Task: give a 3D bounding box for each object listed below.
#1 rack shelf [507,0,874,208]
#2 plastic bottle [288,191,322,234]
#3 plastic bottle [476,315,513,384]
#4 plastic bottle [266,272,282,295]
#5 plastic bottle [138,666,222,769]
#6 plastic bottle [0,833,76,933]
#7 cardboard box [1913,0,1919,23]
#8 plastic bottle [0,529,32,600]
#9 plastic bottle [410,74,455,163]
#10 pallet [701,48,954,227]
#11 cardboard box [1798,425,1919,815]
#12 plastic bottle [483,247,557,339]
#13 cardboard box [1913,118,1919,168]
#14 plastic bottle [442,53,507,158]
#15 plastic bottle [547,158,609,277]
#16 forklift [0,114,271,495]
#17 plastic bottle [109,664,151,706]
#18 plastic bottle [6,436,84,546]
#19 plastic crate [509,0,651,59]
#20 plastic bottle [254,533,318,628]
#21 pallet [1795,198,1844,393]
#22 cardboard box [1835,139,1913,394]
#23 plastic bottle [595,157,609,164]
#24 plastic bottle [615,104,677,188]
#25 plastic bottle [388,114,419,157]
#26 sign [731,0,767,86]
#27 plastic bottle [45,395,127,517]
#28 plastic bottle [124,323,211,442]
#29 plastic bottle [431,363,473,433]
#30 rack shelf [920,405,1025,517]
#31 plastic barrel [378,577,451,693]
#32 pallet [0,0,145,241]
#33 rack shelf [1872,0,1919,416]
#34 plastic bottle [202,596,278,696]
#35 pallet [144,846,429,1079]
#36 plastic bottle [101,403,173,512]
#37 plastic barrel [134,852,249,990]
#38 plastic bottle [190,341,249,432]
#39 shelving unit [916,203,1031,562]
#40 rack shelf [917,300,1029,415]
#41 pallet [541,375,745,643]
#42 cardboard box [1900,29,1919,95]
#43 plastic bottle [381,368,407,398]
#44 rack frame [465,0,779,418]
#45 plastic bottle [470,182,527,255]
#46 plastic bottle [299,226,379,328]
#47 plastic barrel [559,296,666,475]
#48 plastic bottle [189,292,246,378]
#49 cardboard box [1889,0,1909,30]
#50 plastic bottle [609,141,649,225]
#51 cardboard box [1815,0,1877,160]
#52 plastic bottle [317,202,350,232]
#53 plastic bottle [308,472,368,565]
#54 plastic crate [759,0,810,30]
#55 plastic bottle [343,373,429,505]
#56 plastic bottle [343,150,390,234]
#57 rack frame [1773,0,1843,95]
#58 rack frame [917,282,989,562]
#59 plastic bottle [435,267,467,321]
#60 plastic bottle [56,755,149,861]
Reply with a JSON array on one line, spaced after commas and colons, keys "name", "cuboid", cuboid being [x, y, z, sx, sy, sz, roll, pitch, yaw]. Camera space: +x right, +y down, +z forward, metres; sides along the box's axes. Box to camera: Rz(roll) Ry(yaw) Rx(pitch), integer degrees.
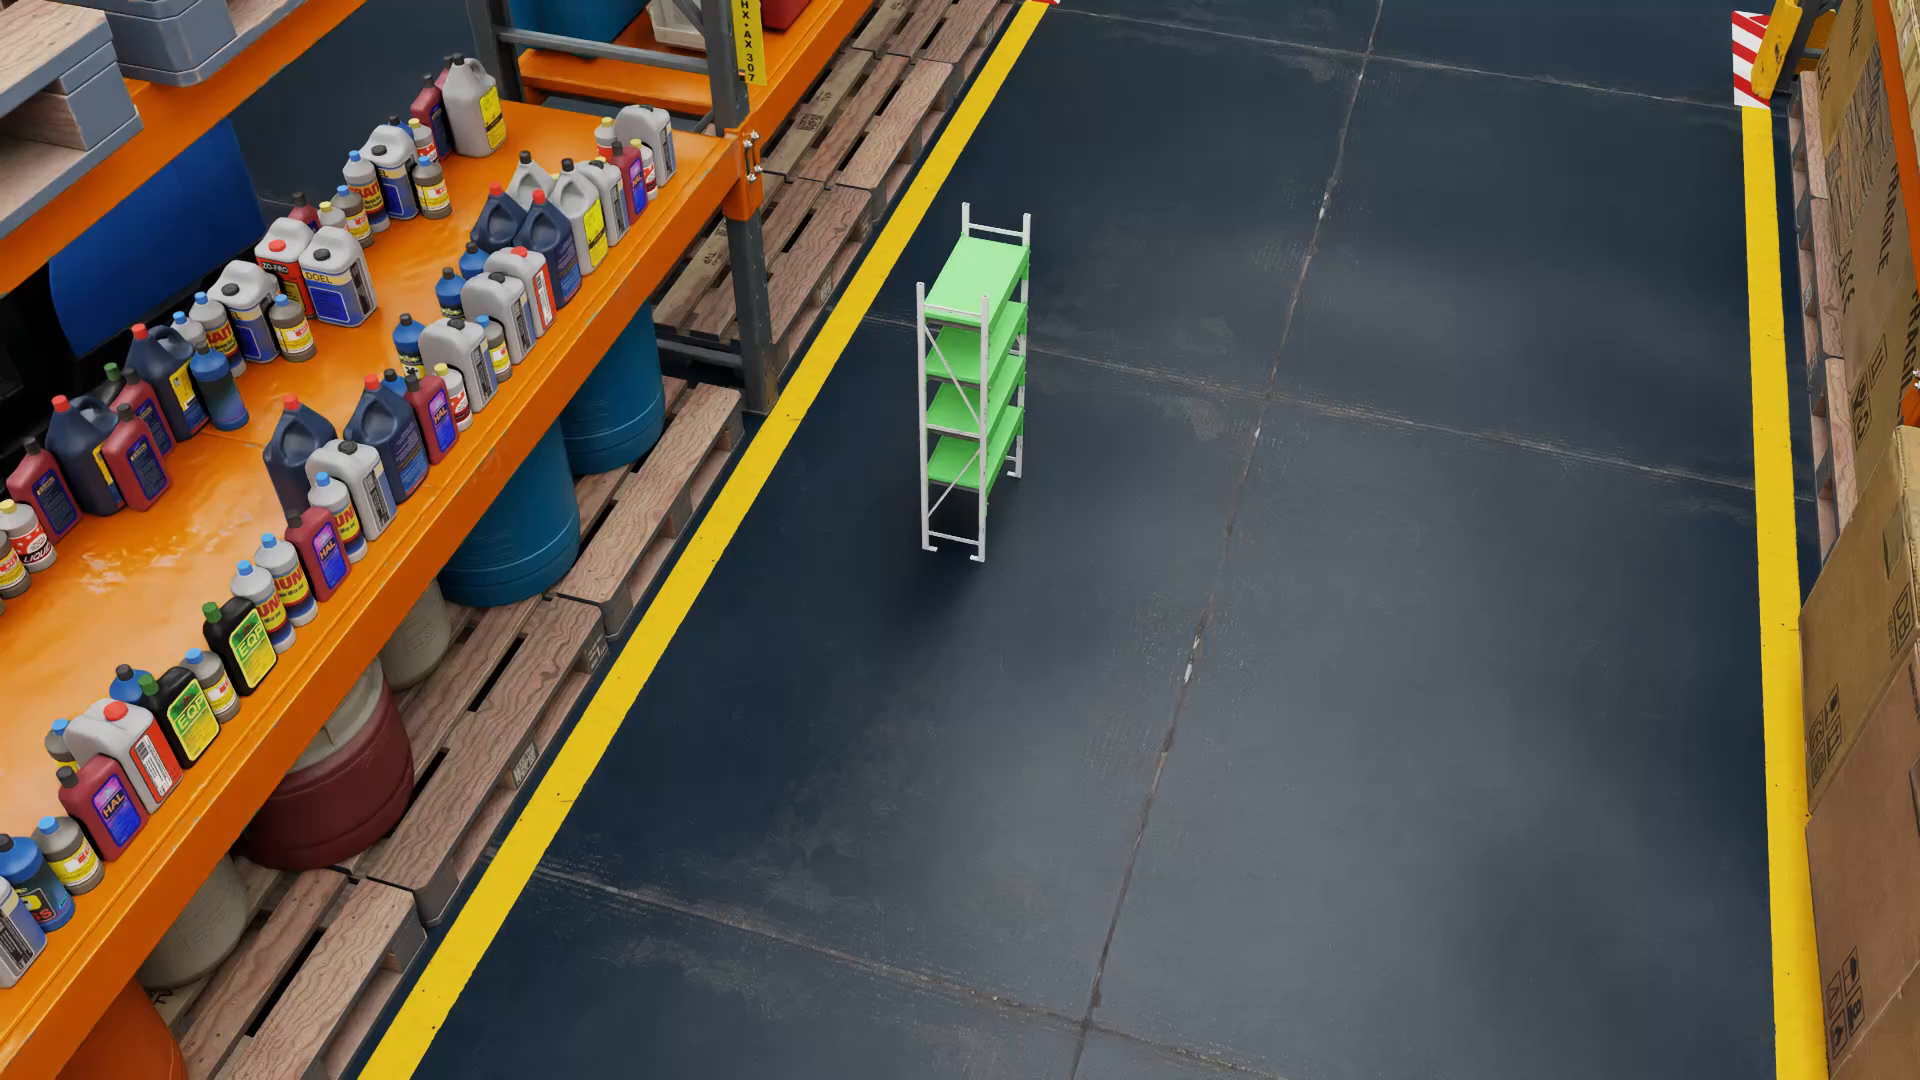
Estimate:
[{"name": "rack shelf", "cuboid": [-0.634, -2.791, 7.472, 1.077, 0.370, 4.000, 13, 46, 13]}, {"name": "plastic bottle", "cuboid": [-2.026, -0.927, 5.136, 0.061, 0.283, 0.133, 13, 46, 13]}, {"name": "plastic bottle", "cuboid": [-1.364, -0.561, 4.820, 0.097, 0.201, 0.097, 0, 44, 0]}, {"name": "plastic bottle", "cuboid": [-2.084, -0.728, 4.991, 0.097, 0.201, 0.097, 0, 44, 0]}, {"name": "plastic bottle", "cuboid": [-1.788, 0.385, 3.796, 0.061, 0.283, 0.133, 13, 46, 13]}, {"name": "plastic bottle", "cuboid": [-1.951, 0.706, 3.476, 0.097, 0.271, 0.097, 0, 44, 0]}, {"name": "cardboard box", "cuboid": [3.830, -2.091, 6.137, 0.500, 0.250, 0.500, 12, 46, 12]}, {"name": "plastic bottle", "cuboid": [-2.436, 0.046, 4.200, 0.097, 0.201, 0.097, 0, 44, 0]}, {"name": "plastic bottle", "cuboid": [-1.798, -1.430, 5.651, 0.061, 0.283, 0.133, 13, 46, 13]}, {"name": "pallet", "cuboid": [-0.686, -2.033, 8.176, 1.003, 0.211, 1.213, 13, 46, 13]}, {"name": "cardboard box", "cuboid": [3.306, 0.374, 4.942, 1.225, 0.875, 0.875, 13, 46, 13]}, {"name": "plastic bottle", "cuboid": [-1.314, -0.760, 4.971, 0.152, 0.276, 0.135, 13, 46, 13]}, {"name": "cardboard box", "cuboid": [3.495, -1.363, 5.678, 0.380, 0.149, 0.250, 13, 46, 13]}, {"name": "plastic bottle", "cuboid": [-1.667, -1.505, 5.678, 0.144, 0.351, 0.185, 13, 46, 13]}, {"name": "plastic bottle", "cuboid": [-1.206, -1.016, 5.178, 0.144, 0.351, 0.185, 13, 46, 13]}, {"name": "forklift", "cuboid": [-4.136, -1.441, 5.627, 1.130, 2.935, 3.031, 22, 48, 21]}, {"name": "plastic bottle", "cuboid": [-1.868, 0.384, 3.805, 0.097, 0.271, 0.097, 0, 44, 0]}, {"name": "plastic bottle", "cuboid": [-2.389, -0.129, 4.321, 0.061, 0.283, 0.133, 13, 46, 13]}, {"name": "plastic crate", "cuboid": [-1.423, -2.114, 6.234, 0.392, 0.384, 0.575, 13, 46, 13]}, {"name": "plastic bottle", "cuboid": [-1.671, 0.090, 4.106, 0.097, 0.271, 0.097, 0, 44, 0]}, {"name": "pallet", "cuboid": [4.153, -0.976, 7.096, 1.003, 0.211, 1.213, 13, 46, 12]}, {"name": "cardboard box", "cuboid": [4.030, -1.080, 6.428, 0.875, 0.875, 0.875, 13, 46, 13]}, {"name": "plastic bottle", "cuboid": [-1.158, -1.154, 5.426, 0.097, 0.201, 0.097, 0, 44, 0]}, {"name": "plastic bottle", "cuboid": [-1.051, -1.340, 5.563, 0.152, 0.276, 0.135, 13, 46, 13]}, {"name": "plastic bottle", "cuboid": [-1.845, -1.281, 5.506, 0.097, 0.271, 0.097, 0, 44, 0]}, {"name": "sign", "cuboid": [-0.716, -1.696, 5.641, 0.100, 0.325, 0.005, 13, 46, 13]}, {"name": "plastic bottle", "cuboid": [-2.301, -0.250, 4.396, 0.144, 0.351, 0.185, 13, 46, 13]}, {"name": "plastic bottle", "cuboid": [-2.205, -0.463, 4.613, 0.144, 0.351, 0.185, 13, 46, 13]}, {"name": "plastic bottle", "cuboid": [-1.434, -0.406, 4.662, 0.097, 0.201, 0.097, 0, 44, 0]}, {"name": "rack shelf", "cuboid": [0.050, -0.322, 6.156, 0.258, 0.148, 0.480, 13, 46, 13]}, {"name": "plastic barrel", "cuboid": [-1.891, 0.212, 5.367, 0.421, 0.512, 0.421, 0, 44, 0]}, {"name": "pallet", "cuboid": [-2.126, -0.543, 2.650, 1.003, 0.211, 1.213, 13, 46, 13]}, {"name": "rack shelf", "cuboid": [4.087, -1.742, 6.400, 1.077, 0.370, 4.000, 13, 46, 13]}, {"name": "plastic bottle", "cuboid": [-1.718, 0.231, 3.953, 0.061, 0.283, 0.133, 13, 46, 13]}, {"name": "pallet", "cuboid": [-2.252, 1.413, 4.655, 1.003, 0.211, 1.213, 13, 46, 13]}, {"name": "plastic bottle", "cuboid": [-2.195, -0.222, 4.415, 0.061, 0.283, 0.133, 13, 46, 13]}, {"name": "plastic barrel", "cuboid": [-2.233, 0.965, 4.598, 0.421, 0.512, 0.421, 0, 44, 0]}, {"name": "plastic bottle", "cuboid": [-2.076, -0.438, 4.645, 0.097, 0.271, 0.097, 0, 44, 0]}, {"name": "shelving unit", "cuboid": [0.050, -0.539, 5.943, 0.258, 1.200, 0.503, 13, 46, 13]}, {"name": "rack shelf", "cuboid": [0.050, -0.665, 5.820, 0.258, 0.148, 0.480, 13, 46, 13]}, {"name": "pallet", "cuboid": [-1.513, -0.213, 6.317, 1.003, 0.211, 1.213, 13, 46, 13]}, {"name": "cardboard box", "cuboid": [3.650, -1.706, 6.028, 0.380, 0.149, 0.250, 12, 46, 12]}, {"name": "plastic bottle", "cuboid": [-1.533, -0.355, 4.560, 0.097, 0.271, 0.097, 0, 44, 0]}, {"name": "rack frame", "cuboid": [-1.240, -1.715, 5.858, 1.000, 3.000, 0.127, 13, 46, 13]}, {"name": "plastic bottle", "cuboid": [-1.399, -0.923, 5.084, 0.144, 0.351, 0.185, 13, 46, 13]}, {"name": "plastic bottle", "cuboid": [-1.878, -0.794, 5.005, 0.152, 0.276, 0.135, 13, 46, 13]}, {"name": "plastic barrel", "cuboid": [-1.421, -0.756, 6.078, 0.600, 0.901, 0.708, 13, 46, 13]}, {"name": "plastic bottle", "cuboid": [-2.155, -0.598, 4.808, 0.097, 0.271, 0.097, 0, 44, 0]}, {"name": "cardboard box", "cuboid": [3.806, -2.050, 6.380, 0.380, 0.149, 0.250, 11, 46, 11]}, {"name": "plastic bottle", "cuboid": [-1.077, -1.178, 5.393, 0.061, 0.283, 0.133, 13, 46, 13]}, {"name": "cardboard box", "cuboid": [4.575, -2.279, 7.654, 0.875, 0.875, 0.875, 13, 46, 13]}, {"name": "plastic bottle", "cuboid": [-1.974, -0.971, 5.240, 0.097, 0.201, 0.097, 0, 44, 0]}, {"name": "plastic bottle", "cuboid": [-1.601, -0.064, 4.263, 0.097, 0.271, 0.097, 0, 44, 0]}, {"name": "plastic crate", "cuboid": [-0.730, -2.301, 6.369, 0.402, 0.464, 0.583, 13, 46, 13]}, {"name": "plastic bottle", "cuboid": [-1.540, -0.281, 4.428, 0.144, 0.351, 0.185, 13, 46, 13]}, {"name": "plastic bottle", "cuboid": [-1.915, -1.126, 5.348, 0.097, 0.271, 0.097, 0, 44, 0]}, {"name": "rack frame", "cuboid": [4.692, -3.332, 7.511, 1.000, 3.000, 0.127, 13, 46, 13]}, {"name": "rack frame", "cuboid": [-0.024, -0.377, 5.777, 0.240, 1.200, 0.015, 13, 46, 13]}, {"name": "plastic bottle", "cuboid": [-1.479, -0.683, 4.895, 0.097, 0.271, 0.097, 0, 44, 0]}, {"name": "plastic bottle", "cuboid": [-1.869, 0.563, 3.613, 0.061, 0.283, 0.133, 13, 46, 13]}]
